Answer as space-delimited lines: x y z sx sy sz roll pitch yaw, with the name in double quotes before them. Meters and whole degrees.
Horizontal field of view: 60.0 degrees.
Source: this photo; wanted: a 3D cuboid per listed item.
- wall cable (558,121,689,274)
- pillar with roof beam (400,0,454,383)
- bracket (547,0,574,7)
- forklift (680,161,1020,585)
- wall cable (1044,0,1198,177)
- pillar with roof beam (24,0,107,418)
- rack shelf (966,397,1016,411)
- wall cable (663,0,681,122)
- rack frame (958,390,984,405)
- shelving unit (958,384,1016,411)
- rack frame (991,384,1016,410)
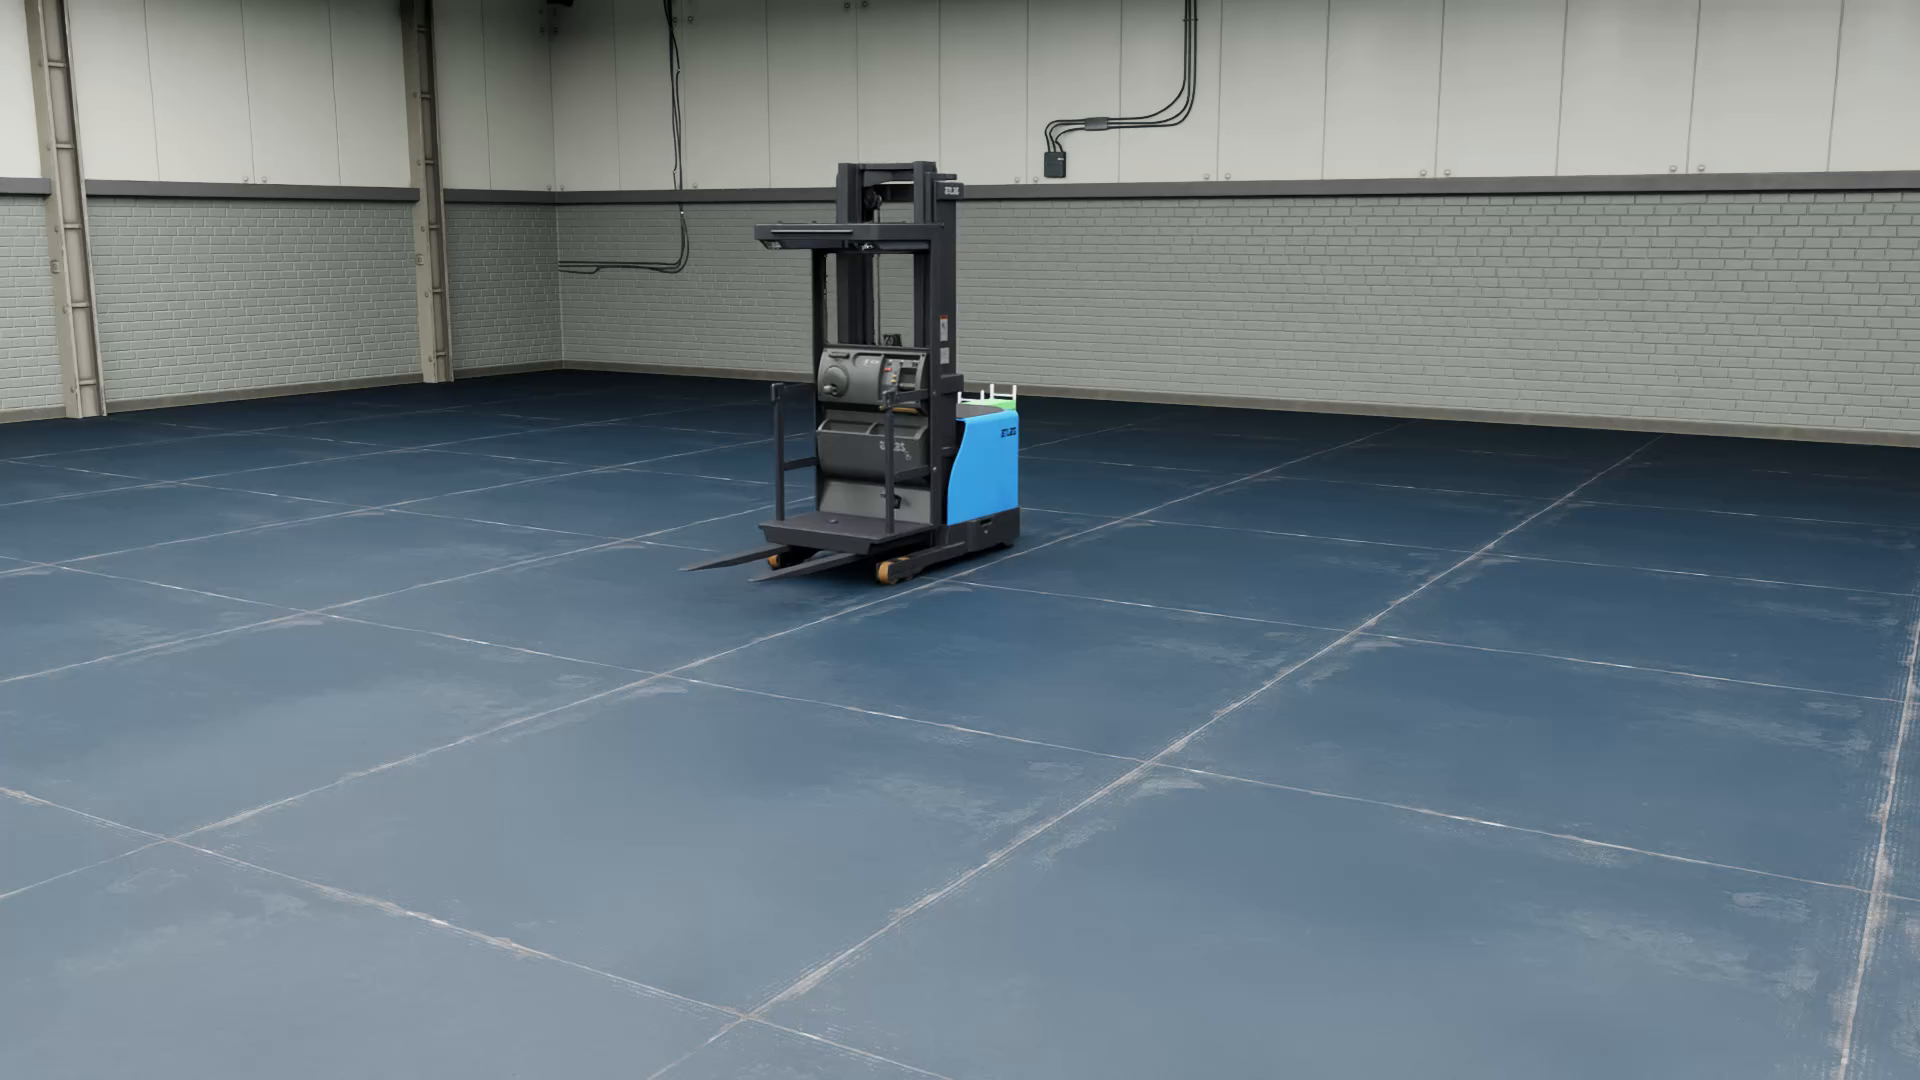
"wall cable" -5.884 -5.829 28.486 3.097 2.526 0.112 6 12 31
"pillar with roof beam" -4.864 -6.607 24.203 9.100 9.000 0.548 6 12 31
"bracket" -6.794 -9.191 28.227 0.235 0.232 0.430 6 12 31
"forklift" -0.759 -1.225 11.946 1.130 2.935 3.031 7 13 33
"wall cable" 2.222 -8.117 23.029 2.305 6.003 0.169 6 12 31
"pillar with roof beam" -7.979 -5.663 19.163 9.100 9.000 0.400 6 12 31
"rack shelf" 0.222 -1.056 13.489 0.258 0.148 0.480 7 13 33
"wall cable" -3.571 -8.053 26.641 3.097 2.526 0.112 6 12 31
"rack frame" 0.087 -0.610 13.365 0.240 1.200 0.015 7 13 33
"shelving unit" 0.222 -0.647 13.565 0.258 1.200 0.503 7 13 33
"rack frame" 0.356 -0.685 13.765 0.240 1.200 0.015 7 13 33
